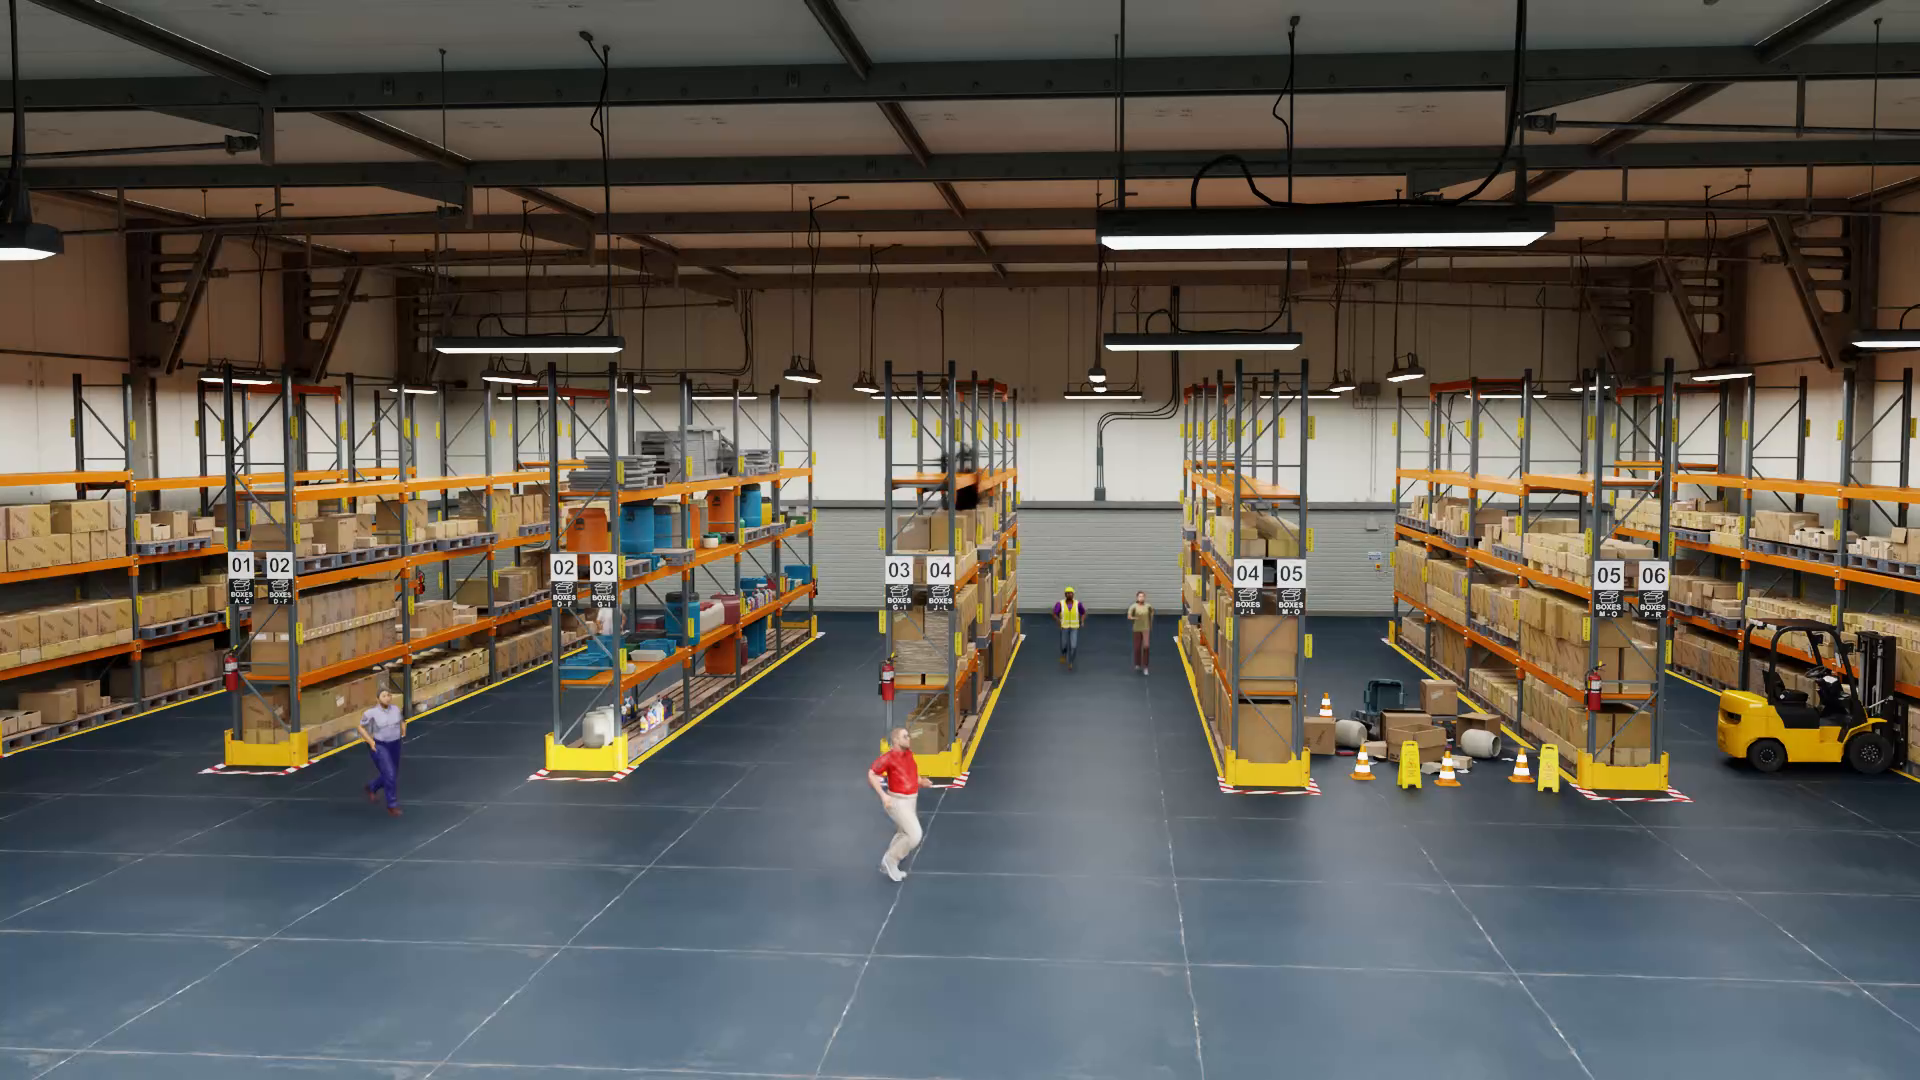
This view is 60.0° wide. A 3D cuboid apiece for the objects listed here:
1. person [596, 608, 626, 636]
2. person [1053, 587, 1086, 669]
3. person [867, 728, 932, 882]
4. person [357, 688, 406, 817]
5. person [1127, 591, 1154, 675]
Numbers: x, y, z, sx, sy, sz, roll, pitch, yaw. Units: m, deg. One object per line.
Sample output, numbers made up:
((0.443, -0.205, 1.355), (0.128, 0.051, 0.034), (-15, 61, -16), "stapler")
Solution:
((-7.128, 1.946, 33.968), (0.607, 1.650, 0.849), (-1, 4, -8), "person")
((2.303, 1.846, 34.951), (0.702, 1.717, 0.625), (0, 4, 0), "person")
((-0.612, 2.935, 18.440), (0.658, 1.706, 0.642), (2, 4, 26), "person")
((-7.548, 2.760, 21.813), (0.831, 1.657, 0.598), (3, 5, 36), "person")
((3.724, 1.914, 34.303), (0.565, 1.738, 0.753), (0, 4, 2), "person")
